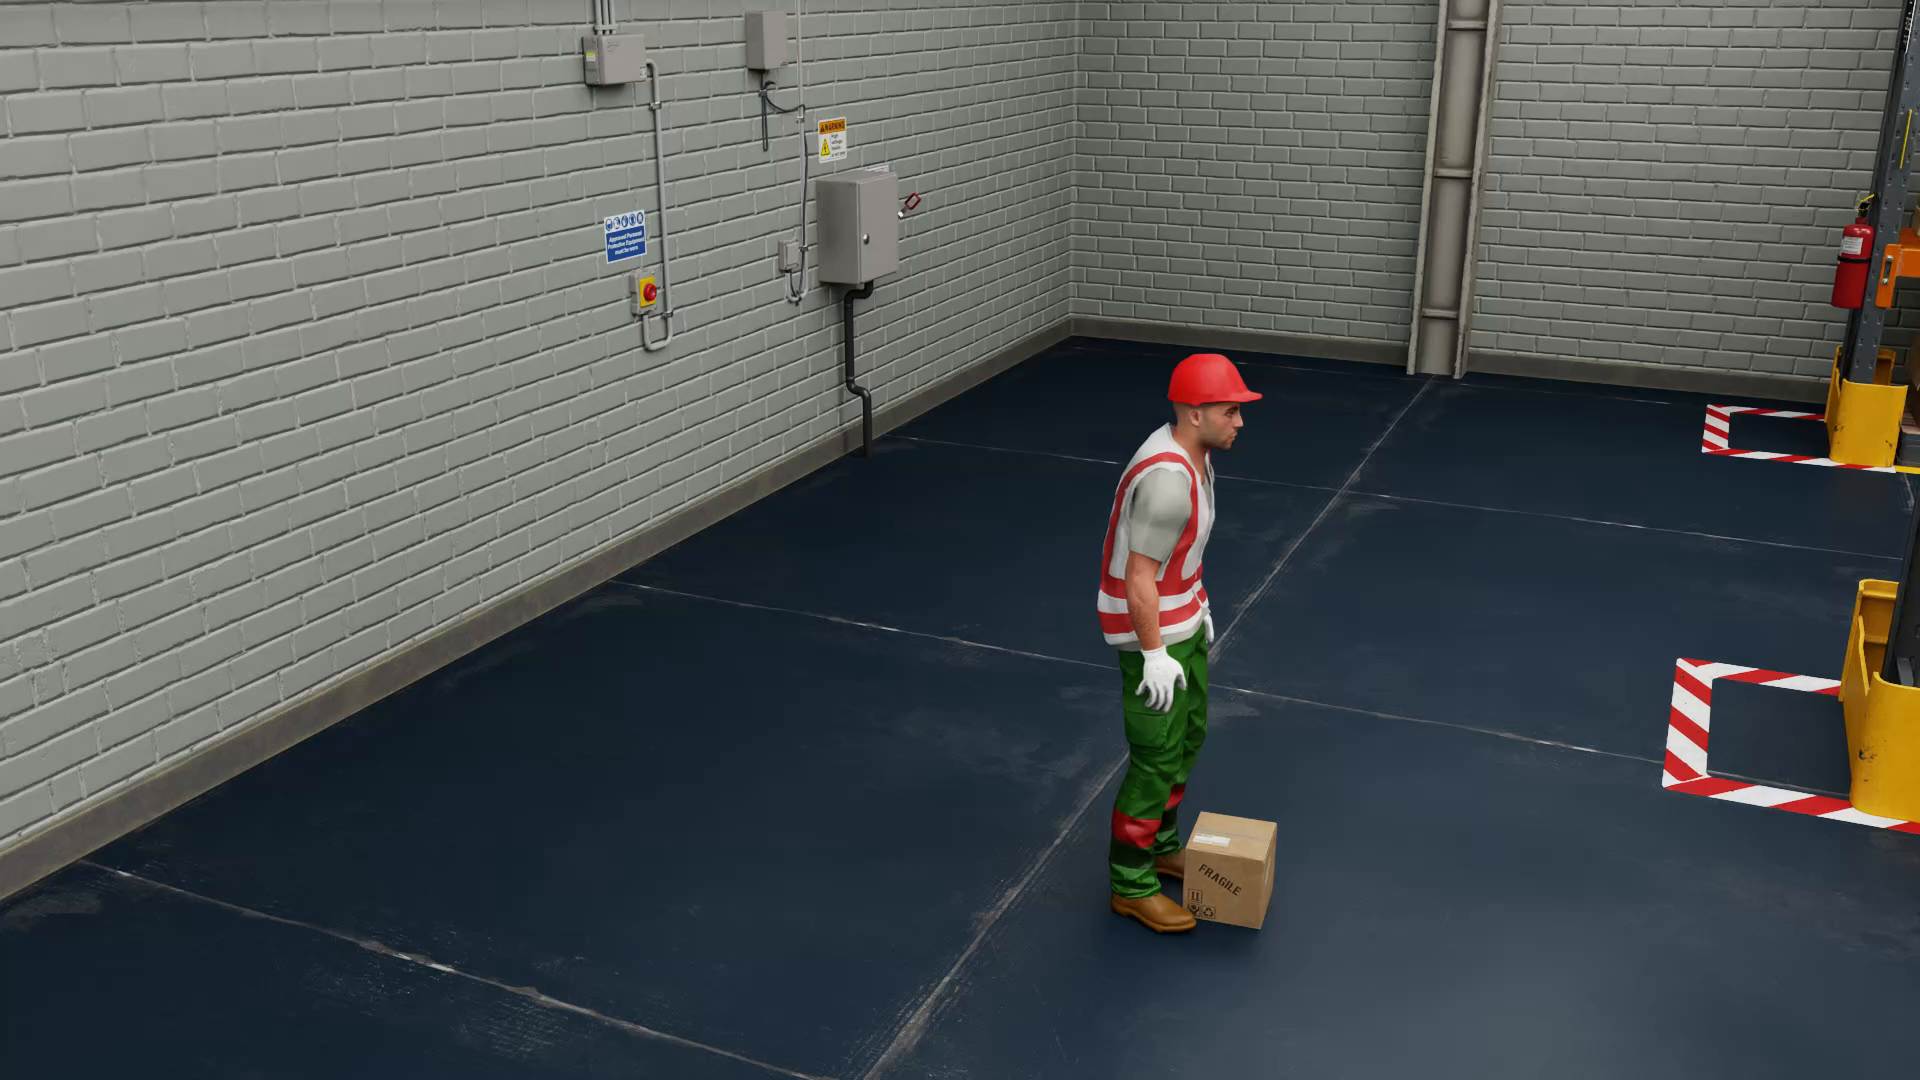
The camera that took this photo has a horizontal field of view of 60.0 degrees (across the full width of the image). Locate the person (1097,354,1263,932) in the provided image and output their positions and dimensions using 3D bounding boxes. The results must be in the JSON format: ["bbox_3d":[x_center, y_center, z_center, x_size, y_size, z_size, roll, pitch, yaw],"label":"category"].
[{"bbox_3d":[0.665,0.296,5.175,0.453,1.778,0.616,7,20,19],"label":"person"}]
